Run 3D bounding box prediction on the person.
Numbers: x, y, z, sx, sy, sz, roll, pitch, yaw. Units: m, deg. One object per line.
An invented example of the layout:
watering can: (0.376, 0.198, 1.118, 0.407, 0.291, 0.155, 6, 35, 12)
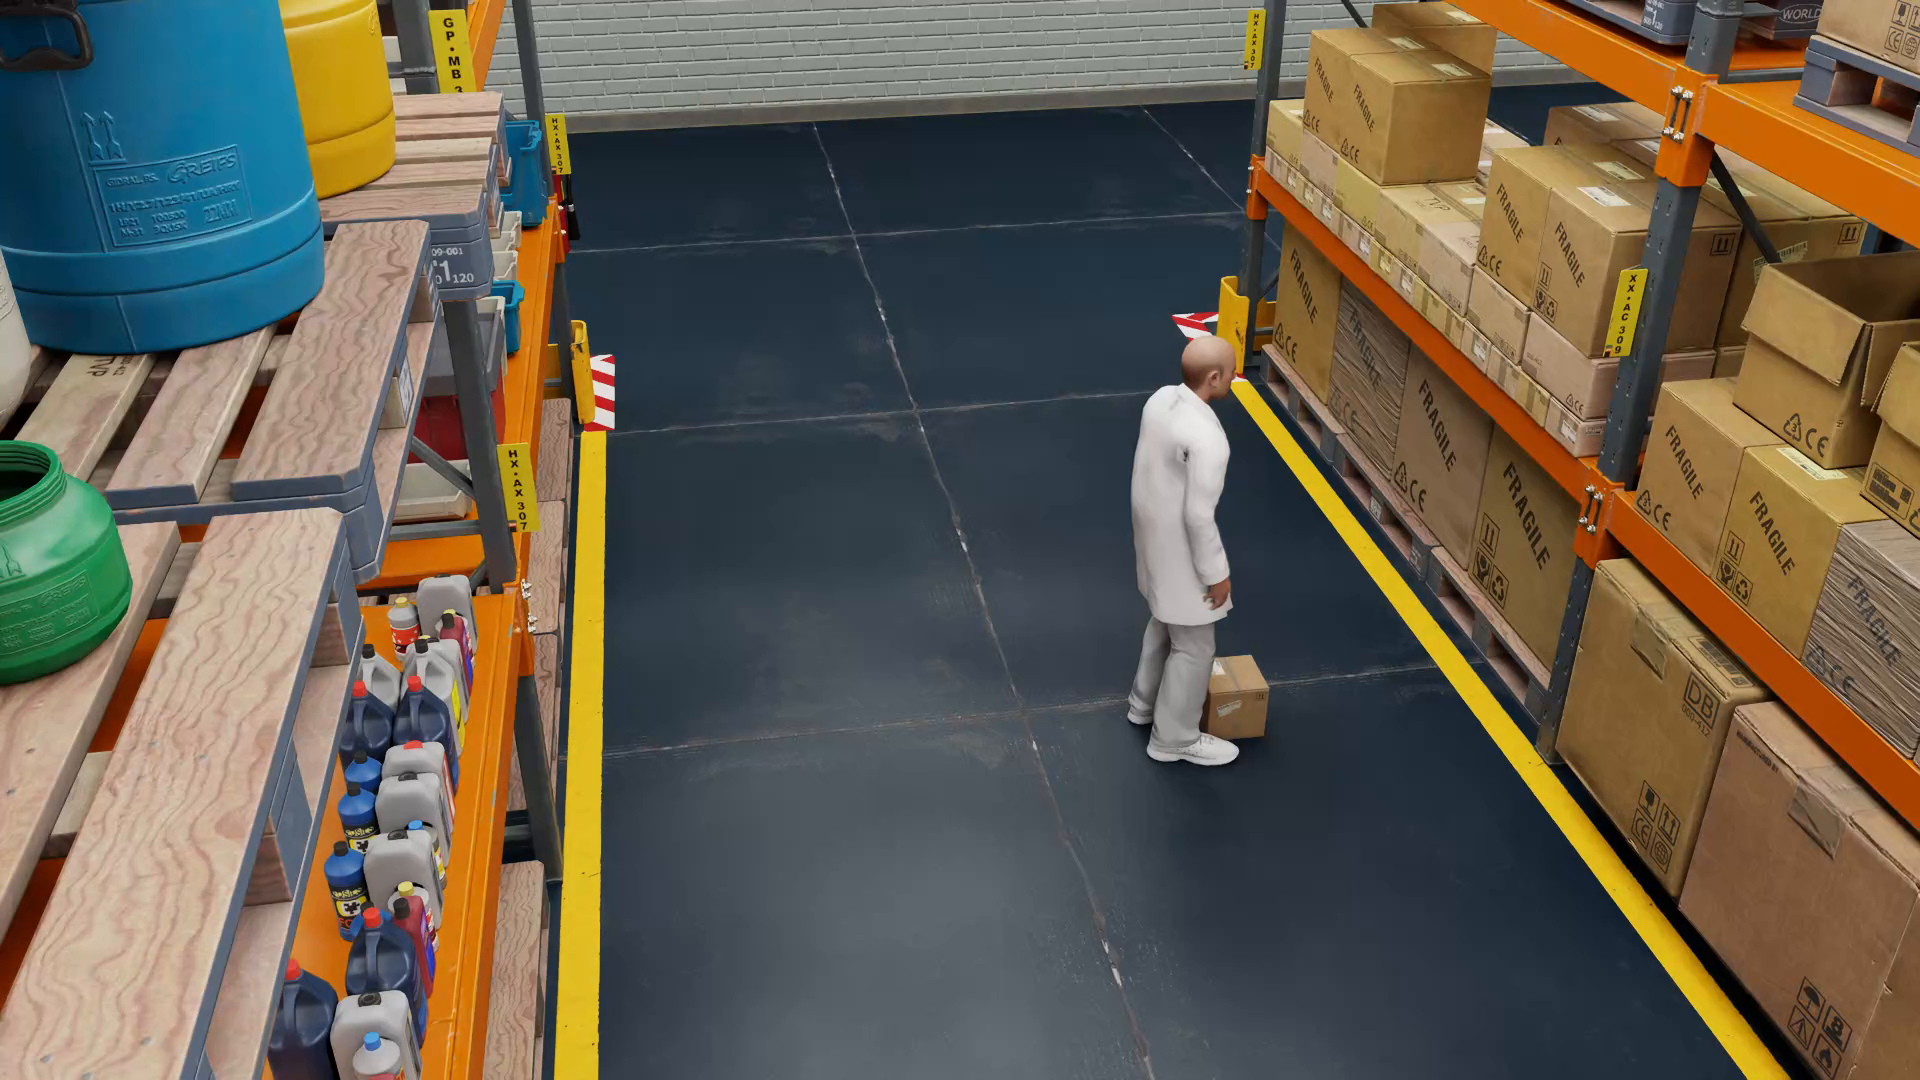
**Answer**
person: (0.890, 0.026, 6.601, 0.422, 1.774, 0.653, -7, 31, -12)
